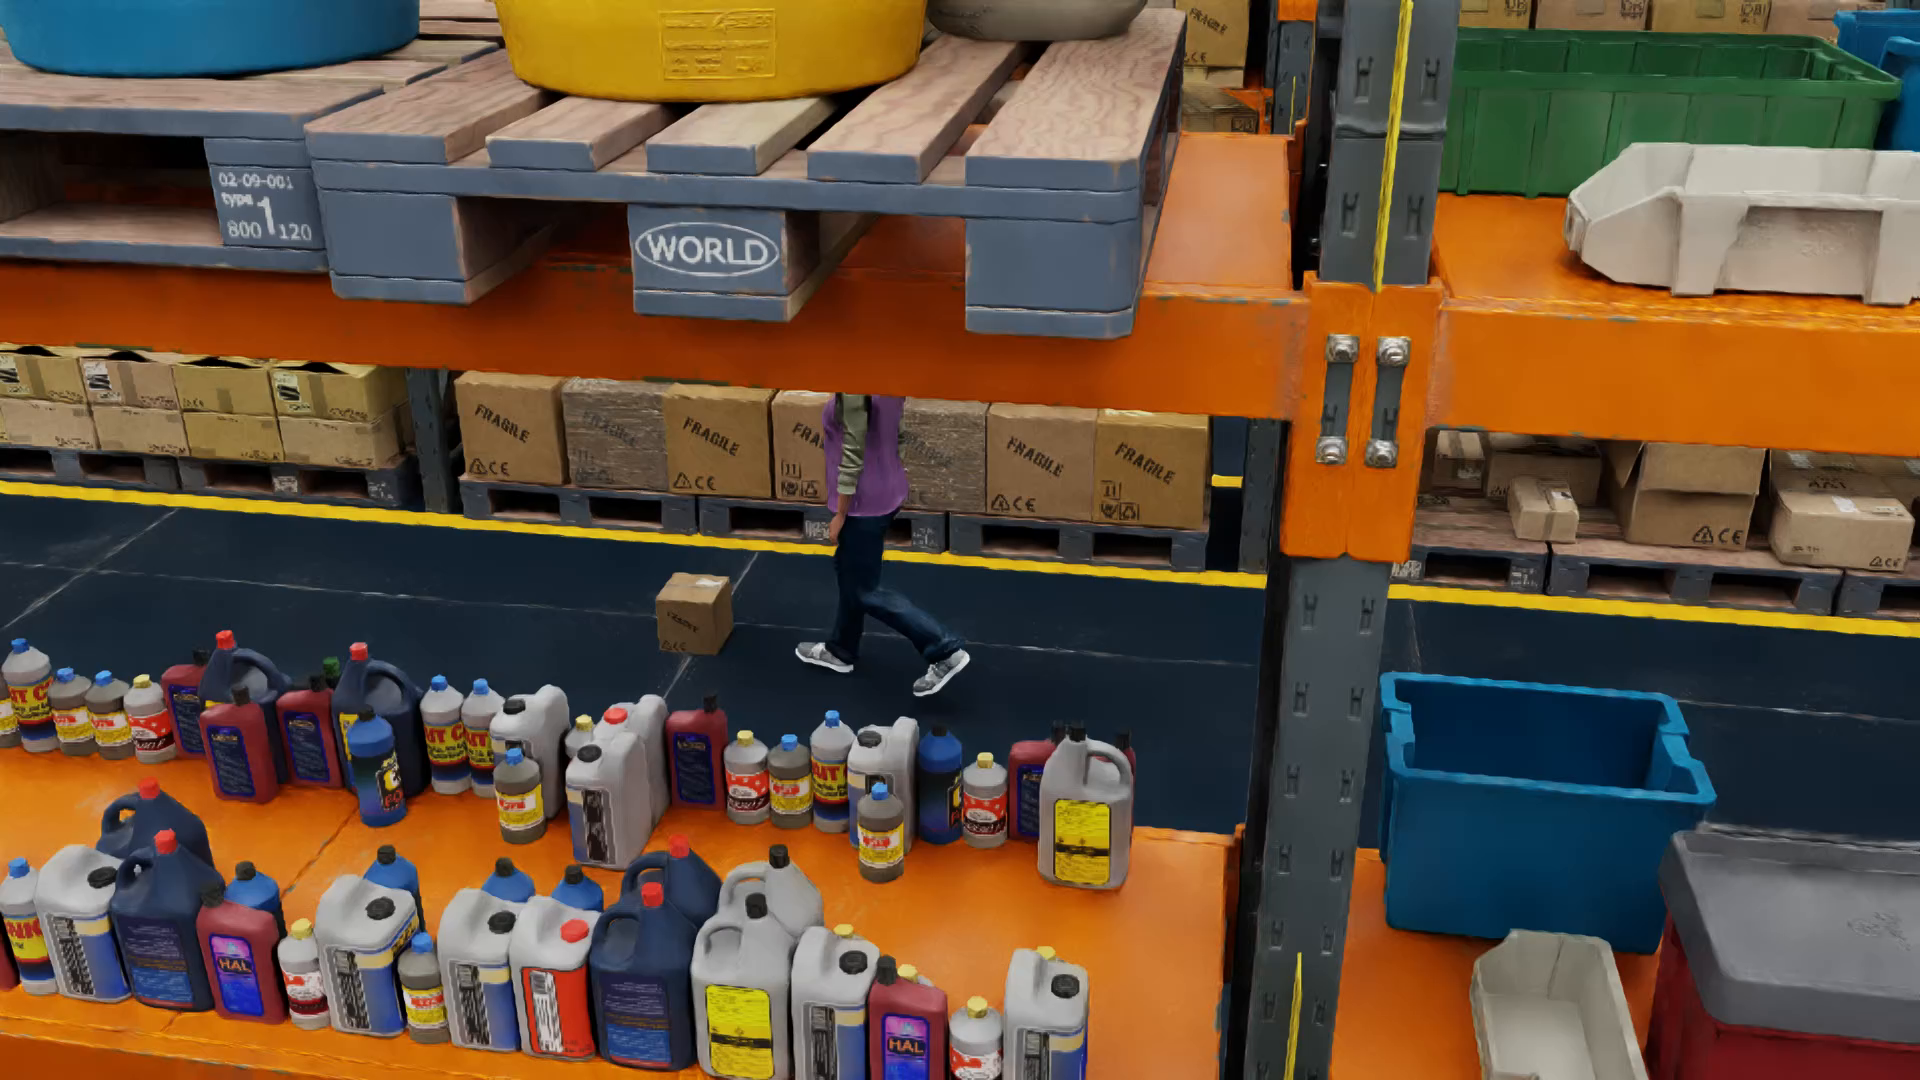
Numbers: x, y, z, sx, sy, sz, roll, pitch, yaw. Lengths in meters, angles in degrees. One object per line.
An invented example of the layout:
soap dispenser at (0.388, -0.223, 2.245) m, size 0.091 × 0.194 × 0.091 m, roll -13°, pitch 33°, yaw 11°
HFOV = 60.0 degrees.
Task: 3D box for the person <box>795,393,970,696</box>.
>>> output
person at (-0.317, -0.036, 6.458) m, size 0.812 × 1.332 × 0.419 m, roll 8°, pitch 26°, yaw 17°
